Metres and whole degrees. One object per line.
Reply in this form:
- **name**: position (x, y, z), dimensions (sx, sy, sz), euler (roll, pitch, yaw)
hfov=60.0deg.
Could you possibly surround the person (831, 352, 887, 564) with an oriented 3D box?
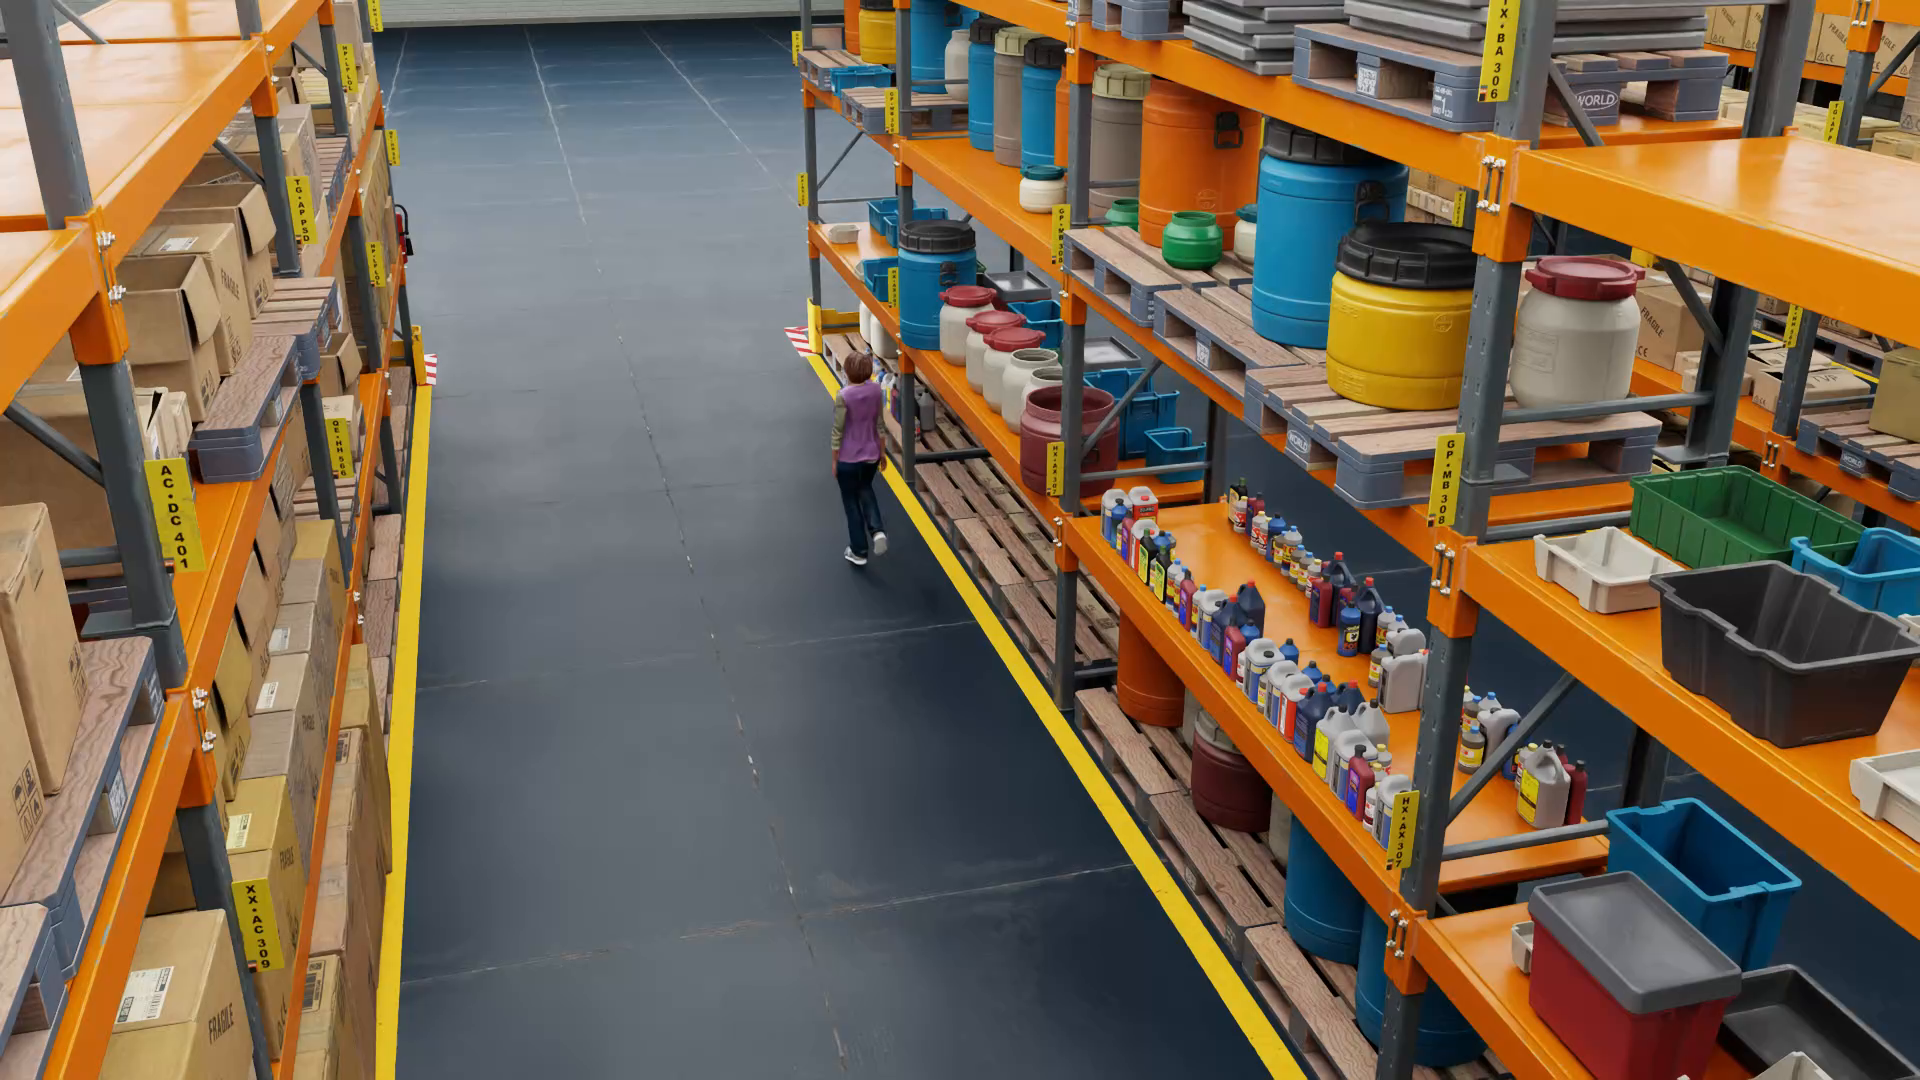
- **person**: position (-0.739, -0.591, 11.952), dimensions (0.434, 1.588, 0.427), euler (-14, 27, -29)
